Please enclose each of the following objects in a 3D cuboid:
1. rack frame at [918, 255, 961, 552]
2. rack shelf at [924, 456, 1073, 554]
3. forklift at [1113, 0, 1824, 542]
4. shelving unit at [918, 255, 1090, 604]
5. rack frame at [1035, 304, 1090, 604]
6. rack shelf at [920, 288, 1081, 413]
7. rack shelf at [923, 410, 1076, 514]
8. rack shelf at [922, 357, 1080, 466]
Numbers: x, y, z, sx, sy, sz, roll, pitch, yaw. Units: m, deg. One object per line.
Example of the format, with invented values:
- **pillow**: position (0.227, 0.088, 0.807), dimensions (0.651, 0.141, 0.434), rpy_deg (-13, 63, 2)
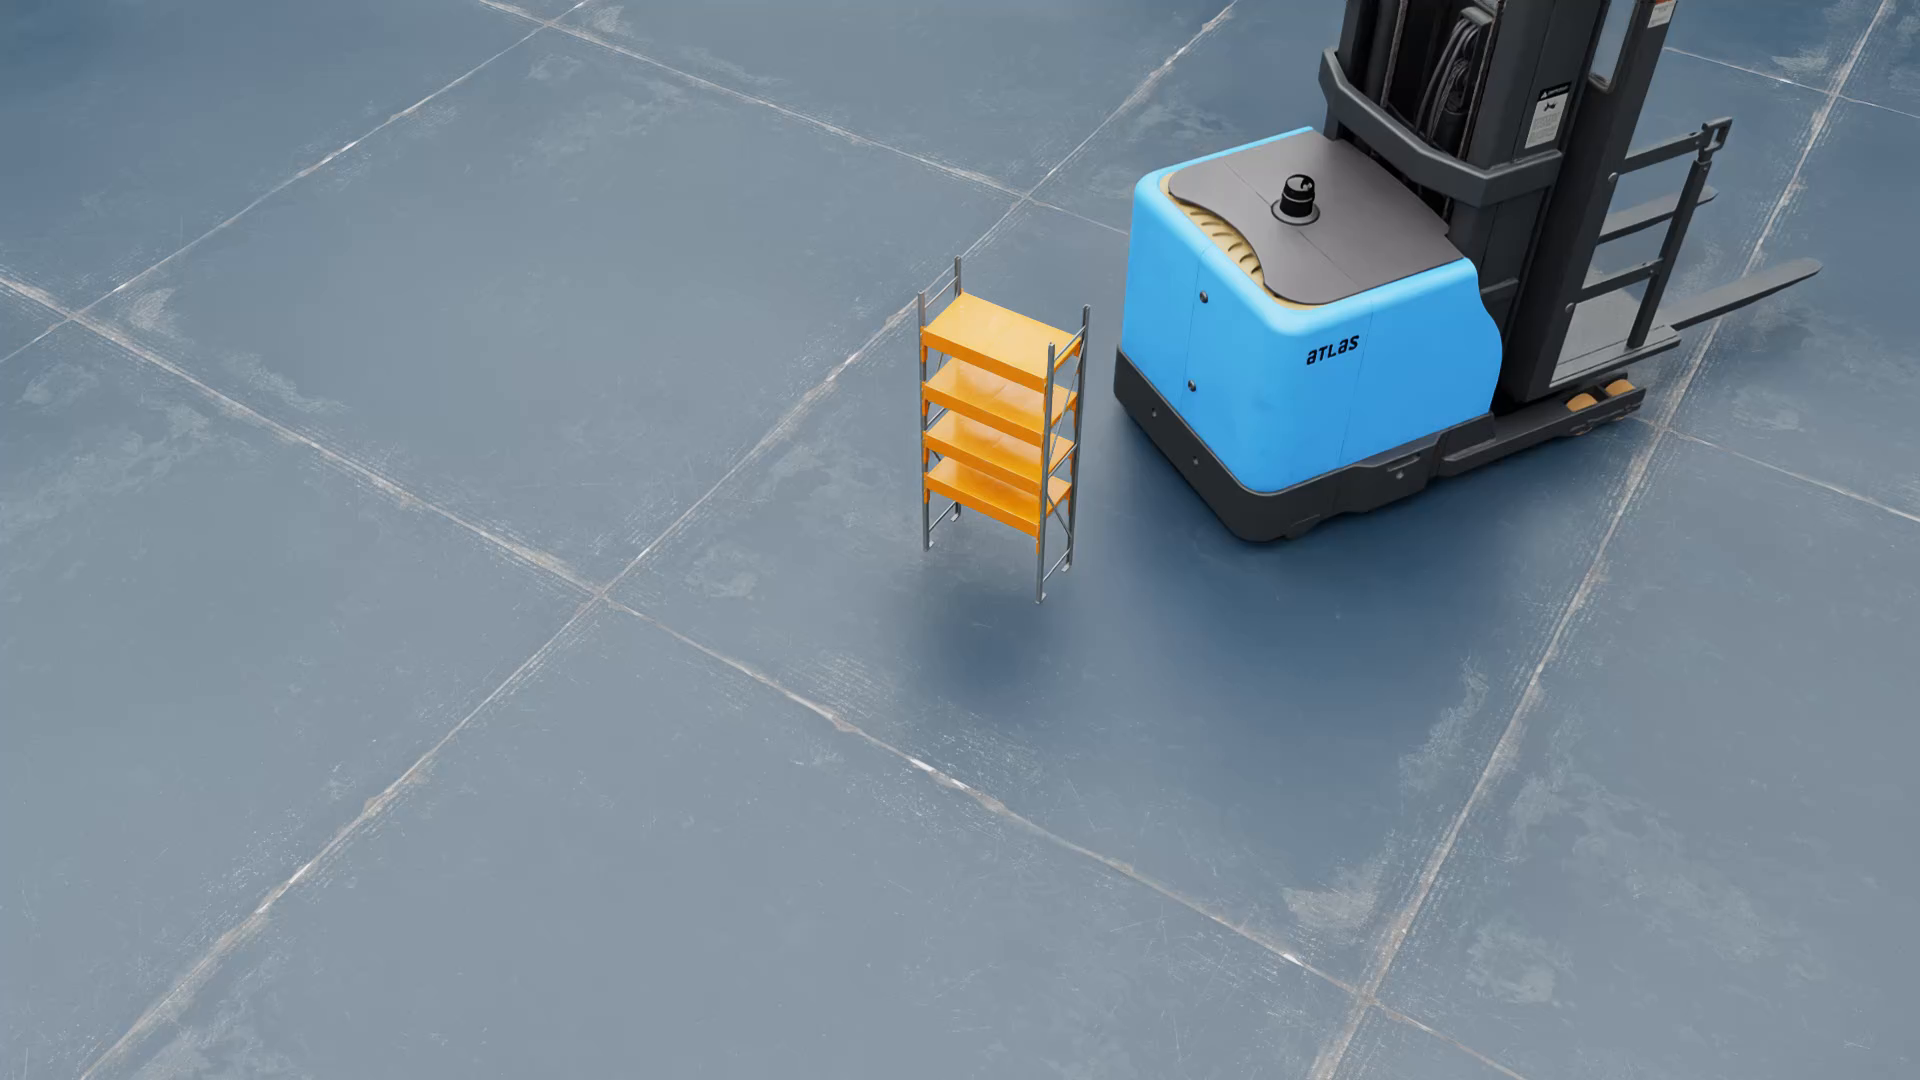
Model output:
- **rack frame**: position (-0.066, -0.449, 5.849), dimensions (0.015, 1.200, 0.240), rpy_deg (25, 51, 22)
- **rack shelf**: position (0.139, -0.169, 5.948), dimensions (0.480, 0.148, 0.258), rpy_deg (25, 51, 22)
- **forklift**: position (2.174, -1.761, 5.917), dimensions (3.031, 2.935, 1.130), rpy_deg (-20, 49, -18)
- **shelving unit**: position (0.139, -0.354, 5.757), dimensions (0.503, 1.200, 0.258), rpy_deg (25, 51, 22)
- **rack frame**: position (0.345, -0.260, 5.666), dimensions (0.015, 1.200, 0.240), rpy_deg (25, 51, 22)
- **rack shelf**: position (0.139, -0.628, 5.476), dimensions (0.480, 0.148, 0.258), rpy_deg (25, 51, 22)
- **rack shelf**: position (0.139, -0.307, 5.806), dimensions (0.480, 0.148, 0.258), rpy_deg (25, 51, 22)
- **rack shelf**: position (0.139, -0.463, 5.645), dimensions (0.480, 0.148, 0.258), rpy_deg (25, 51, 22)
